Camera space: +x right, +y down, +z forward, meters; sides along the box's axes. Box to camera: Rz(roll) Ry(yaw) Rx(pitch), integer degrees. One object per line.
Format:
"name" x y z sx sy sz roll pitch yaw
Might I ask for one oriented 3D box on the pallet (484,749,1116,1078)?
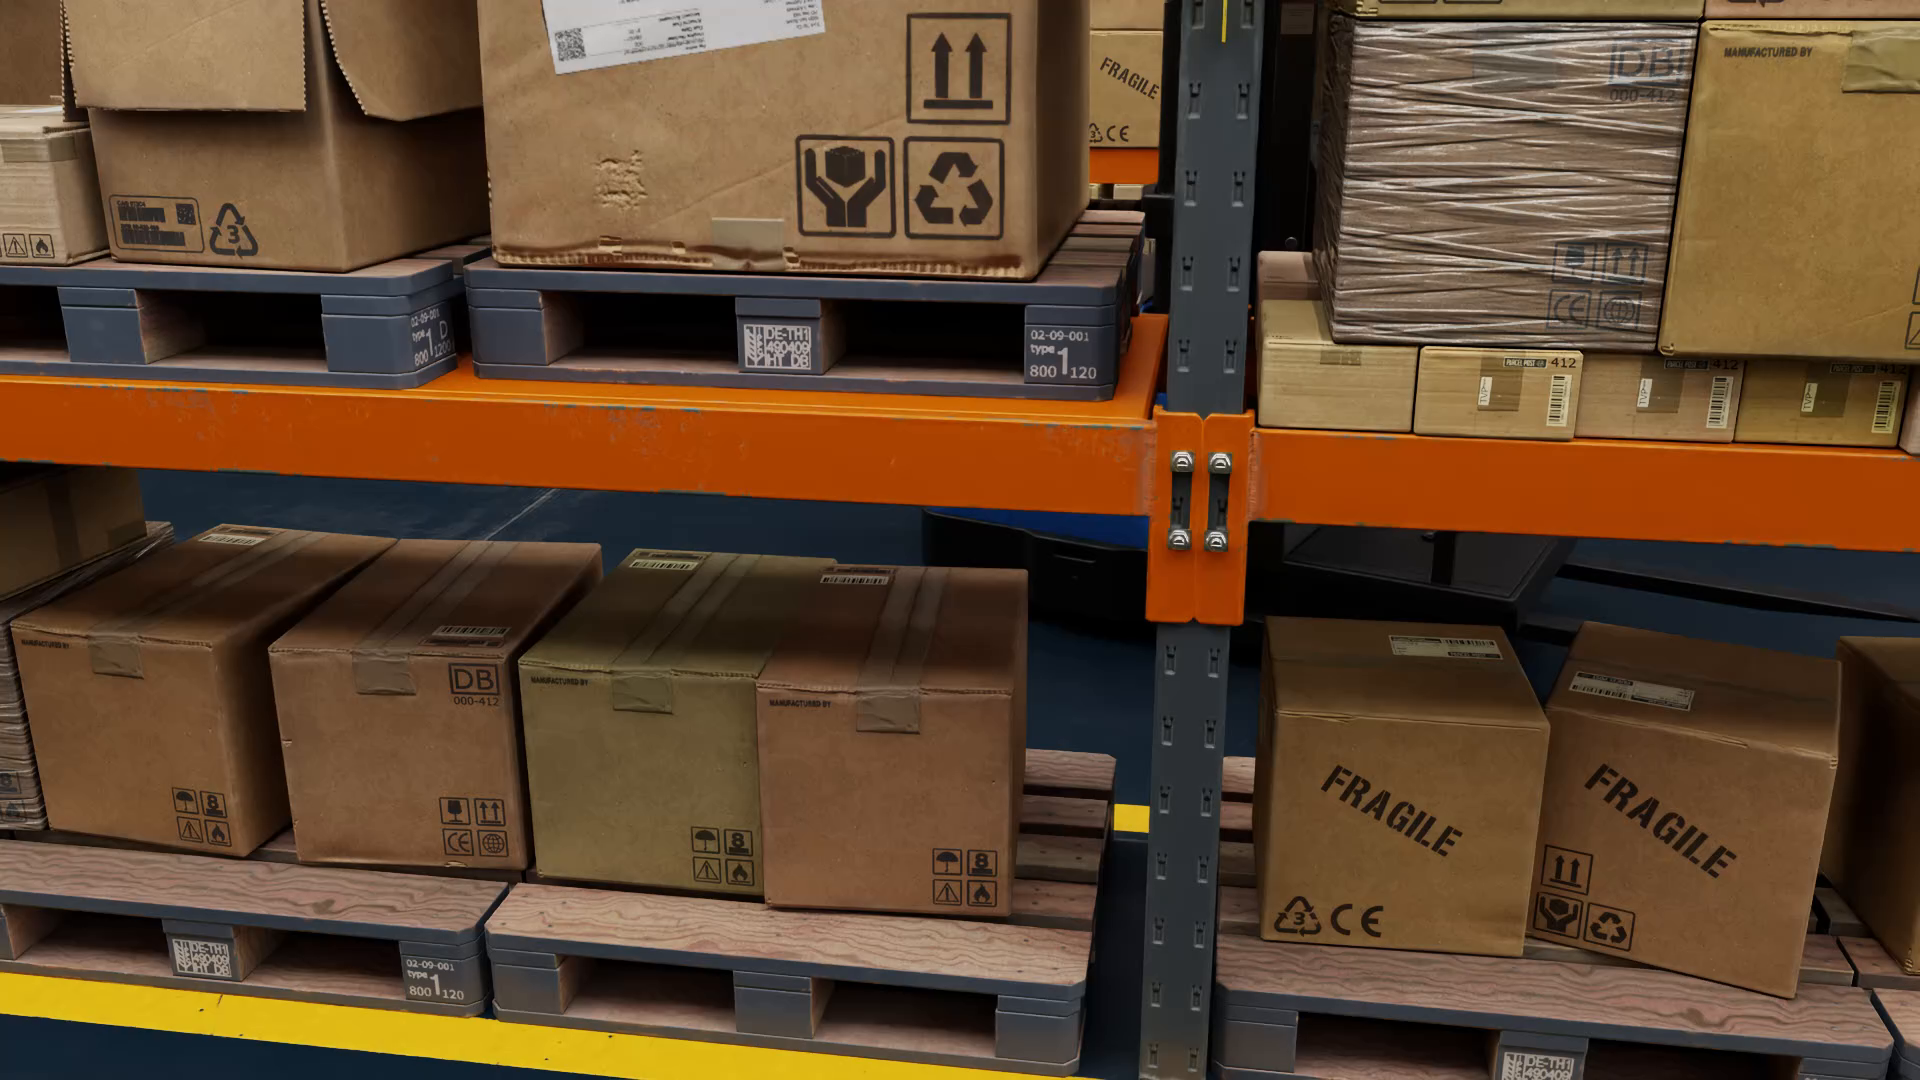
"pallet" -0.286 0.751 3.726 1.213 0.211 1.003 3 19 9

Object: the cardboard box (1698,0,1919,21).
"cardboard box" 1.381 -1.068 2.567 0.500 0.500 0.500 3 19 9

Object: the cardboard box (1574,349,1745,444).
"cardboard box" 1.144 -0.288 2.832 0.250 0.149 0.380 3 19 9

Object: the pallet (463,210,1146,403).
"pallet" -0.248 -0.526 3.450 1.213 0.211 1.003 3 19 9

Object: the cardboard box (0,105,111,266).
"cardboard box" -1.848 -0.706 3.259 0.500 0.250 0.500 2 19 7

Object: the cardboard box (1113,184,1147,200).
"cardboard box" 1.537 -2.616 12.874 0.625 0.372 0.950 3 19 9

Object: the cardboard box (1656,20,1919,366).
"cardboard box" 1.406 -0.643 2.871 0.500 0.500 0.875 3 19 9

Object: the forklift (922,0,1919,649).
"forklift" 1.406 -1.102 4.978 3.031 2.935 1.130 10 21 28

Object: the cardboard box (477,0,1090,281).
"cardboard box" -0.279 -1.100 3.257 1.000 1.000 1.000 3 19 9

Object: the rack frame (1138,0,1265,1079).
"rack frame" 0.483 -0.533 3.168 0.127 3.000 1.000 3 19 9

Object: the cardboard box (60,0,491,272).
"cardboard box" -1.243 -0.839 3.259 0.637 0.503 0.797 5 19 14

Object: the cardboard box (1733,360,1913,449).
"cardboard box" 1.392 -0.278 2.804 0.250 0.149 0.380 3 19 9

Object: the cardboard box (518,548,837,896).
"cardboard box" -0.587 0.376 3.697 0.500 0.500 0.700 3 19 8

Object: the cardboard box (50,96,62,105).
"cardboard box" -1.777 -0.870 3.726 0.258 0.266 0.396 2 19 7

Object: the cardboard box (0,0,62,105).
"cardboard box" -2.359 -0.969 3.653 0.500 0.500 0.700 6 19 17

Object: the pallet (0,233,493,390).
"pallet" -1.505 -0.556 3.541 1.213 0.211 1.003 3 19 9

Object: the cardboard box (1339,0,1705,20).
"cardboard box" 0.887 -1.093 2.641 0.500 0.500 0.500 3 19 9

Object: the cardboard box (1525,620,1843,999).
"cardboard box" 1.439 0.513 3.321 0.500 0.500 0.500 9 21 26

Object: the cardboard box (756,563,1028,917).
"cardboard box" -0.119 0.406 3.607 0.500 0.500 0.700 1 19 4

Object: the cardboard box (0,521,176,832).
"cardboard box" -2.252 0.294 3.943 0.500 0.500 0.700 1 19 4

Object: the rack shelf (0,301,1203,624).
"rack shelf" -1.491 -0.292 3.583 4.000 0.370 1.077 3 19 9

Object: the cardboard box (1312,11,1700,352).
"cardboard box" 0.918 -0.679 2.979 0.500 0.500 0.875 3 19 9

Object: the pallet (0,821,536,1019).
"pallet" -1.494 0.690 3.908 1.213 0.211 1.003 3 19 9

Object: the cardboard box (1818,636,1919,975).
"cardboard box" 2.064 0.519 3.302 0.500 0.500 0.500 1 19 4

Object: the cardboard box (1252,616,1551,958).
"cardboard box" 0.872 0.486 3.400 0.500 0.500 0.500 2 19 7

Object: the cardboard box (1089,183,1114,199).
"cardboard box" 0.827 -2.651 12.979 0.625 0.372 0.950 4 19 12

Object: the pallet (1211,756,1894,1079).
"pallet" 1.152 0.812 3.543 1.213 0.211 1.003 3 19 9

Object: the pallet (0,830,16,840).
"pallet" -2.695 0.628 4.093 1.213 0.211 1.003 3 19 9

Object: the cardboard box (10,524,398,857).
"cardboard box" -1.691 0.320 3.864 0.500 0.500 0.700 5 19 13

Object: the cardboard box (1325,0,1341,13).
"cardboard box" 0.971 -1.259 3.136 0.500 0.500 0.500 3 19 9

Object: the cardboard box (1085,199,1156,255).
"cardboard box" 0.743 -1.217 8.096 0.750 0.750 1.050 3 19 8

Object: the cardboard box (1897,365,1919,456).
"cardboard box" 1.633 -0.253 2.728 0.250 0.149 0.380 3 19 9

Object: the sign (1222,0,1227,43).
"sign" 0.399 -0.908 2.464 0.005 0.325 0.100 3 19 9

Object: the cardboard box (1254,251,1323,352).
"cardboard box" 0.742 -0.495 3.451 0.250 0.149 0.380 3 19 9

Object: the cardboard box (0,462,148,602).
"cardboard box" -2.274 -0.065 3.835 0.500 0.250 0.500 5 19 15

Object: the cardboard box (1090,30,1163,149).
"cardboard box" 0.812 -2.071 7.609 0.500 0.500 0.500 3 19 8

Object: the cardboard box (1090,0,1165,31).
"cardboard box" 0.879 -2.626 7.692 0.500 0.500 0.700 3 19 8

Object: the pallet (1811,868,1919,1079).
"pallet" 2.360 0.873 3.361 1.213 0.211 1.003 3 19 9

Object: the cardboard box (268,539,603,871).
"cardboard box" -1.140 0.348 3.781 0.500 0.500 0.700 1 19 4

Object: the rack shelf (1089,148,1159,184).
"rack shelf" -0.605 -1.841 8.212 4.000 0.370 1.077 3 19 9

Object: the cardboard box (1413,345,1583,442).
"cardboard box" 0.893 -0.292 2.844 0.250 0.149 0.380 3 19 9

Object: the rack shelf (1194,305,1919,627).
"rack shelf" 2.458 -0.091 2.981 4.000 0.370 1.077 3 19 9

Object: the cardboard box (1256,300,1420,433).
"cardboard box" 0.648 -0.309 2.894 0.250 0.149 0.380 3 19 9
